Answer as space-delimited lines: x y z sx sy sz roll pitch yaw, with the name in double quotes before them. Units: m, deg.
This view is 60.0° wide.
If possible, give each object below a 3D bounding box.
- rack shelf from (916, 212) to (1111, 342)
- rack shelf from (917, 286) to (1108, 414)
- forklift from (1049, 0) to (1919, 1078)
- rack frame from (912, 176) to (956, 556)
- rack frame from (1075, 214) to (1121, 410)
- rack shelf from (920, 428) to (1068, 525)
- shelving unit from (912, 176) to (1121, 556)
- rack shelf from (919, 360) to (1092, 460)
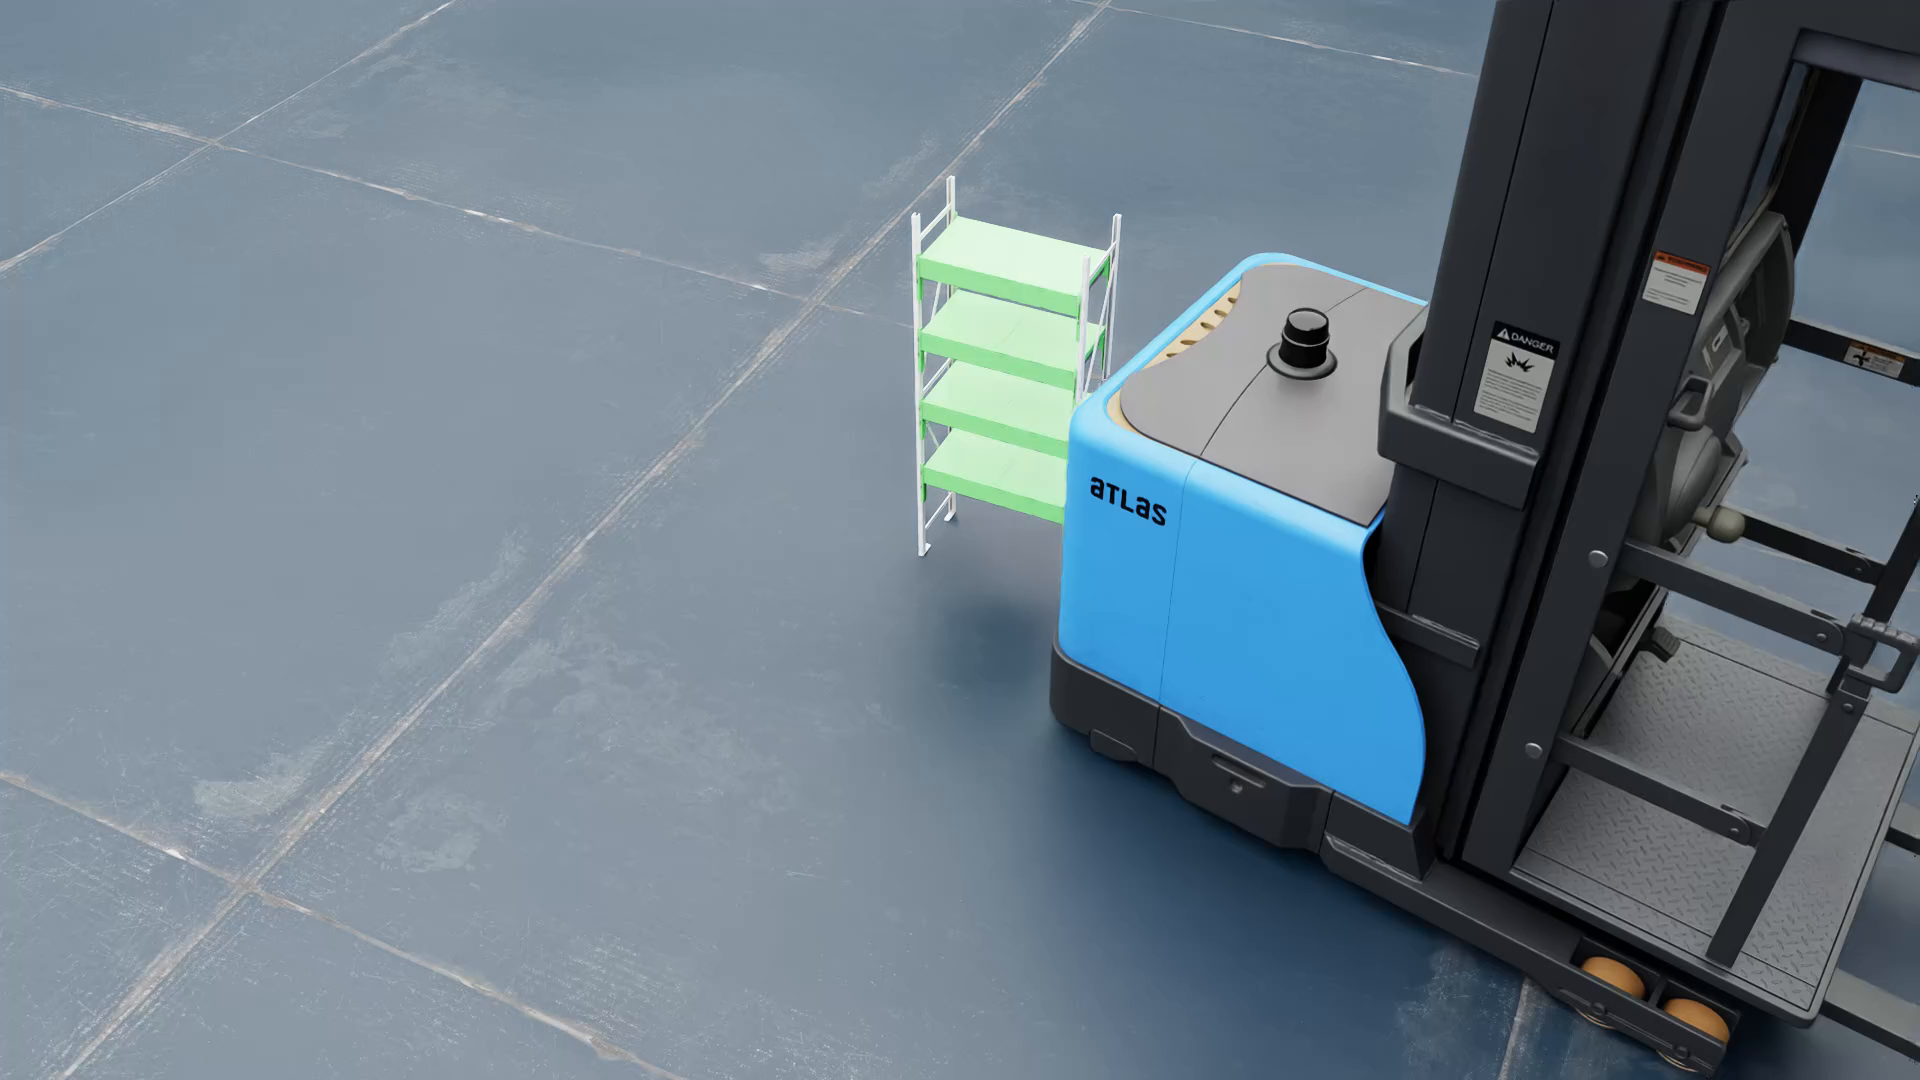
"rack shelf" 0.150 -0.722 4.532 0.480 0.148 0.258 17 44 19
"rack shelf" 0.150 -0.541 4.689 0.480 0.148 0.258 17 44 19
"forklift" 1.741 -0.284 3.340 3.031 2.935 1.130 25 47 26
"rack frame" -0.071 -0.475 4.882 0.015 1.200 0.240 17 44 19
"rack frame" 0.371 -0.340 4.726 0.015 1.200 0.240 17 44 19
"rack shelf" 0.150 -0.178 5.003 0.480 0.148 0.258 17 44 19
"shelving unit" 0.150 -0.408 4.804 0.503 1.200 0.258 17 44 19
"rack shelf" 0.150 -0.359 4.846 0.480 0.148 0.258 17 44 19
